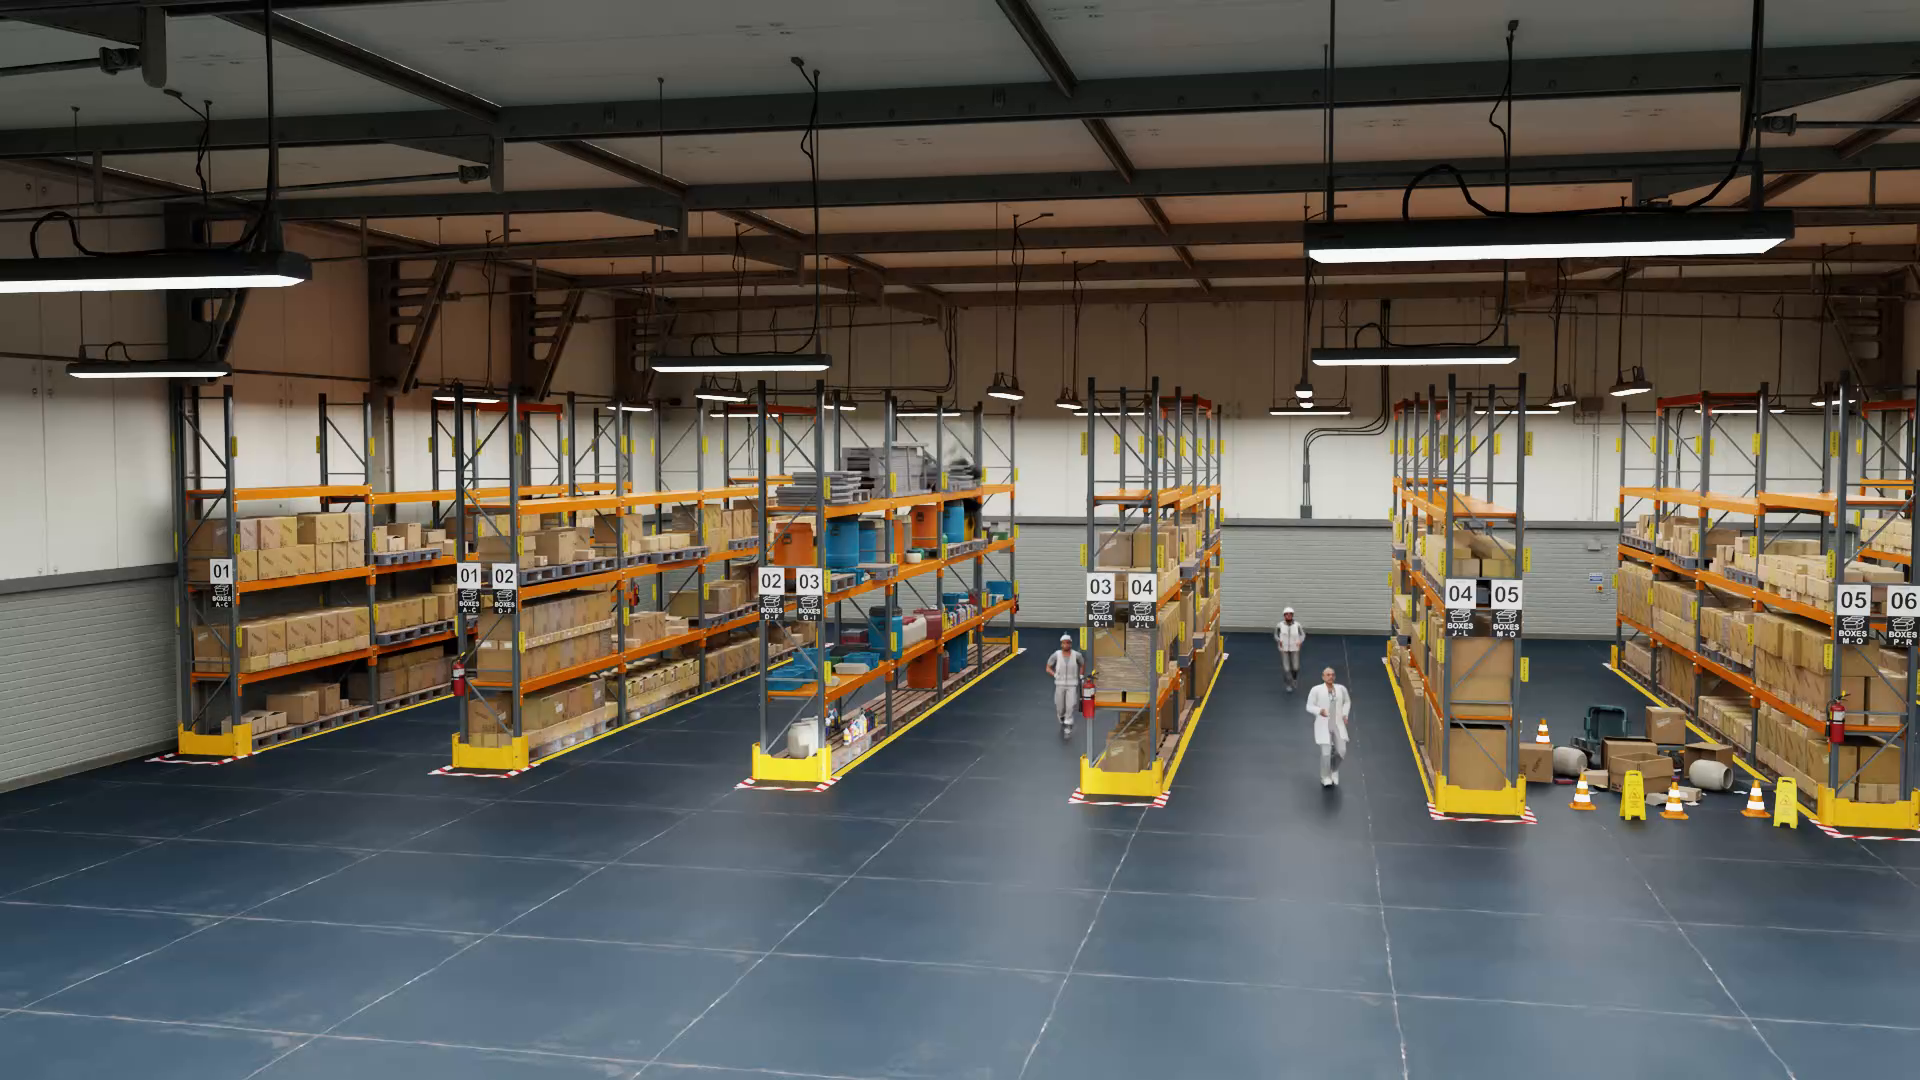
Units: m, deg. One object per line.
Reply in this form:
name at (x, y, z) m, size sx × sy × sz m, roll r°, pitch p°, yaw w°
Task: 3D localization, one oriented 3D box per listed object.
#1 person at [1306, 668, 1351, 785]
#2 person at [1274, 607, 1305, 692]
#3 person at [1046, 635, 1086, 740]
person at (5.452, 2.756, 24.412) m, size 0.697 × 1.741 × 0.639 m, roll 0°, pitch 3°, yaw -2°
person at (6.701, 2.236, 33.819) m, size 0.635 × 1.727 × 0.564 m, roll 1°, pitch 3°, yaw 10°
person at (1.823, 2.511, 28.601) m, size 0.680 × 1.773 × 0.794 m, roll 0°, pitch 3°, yaw 4°
